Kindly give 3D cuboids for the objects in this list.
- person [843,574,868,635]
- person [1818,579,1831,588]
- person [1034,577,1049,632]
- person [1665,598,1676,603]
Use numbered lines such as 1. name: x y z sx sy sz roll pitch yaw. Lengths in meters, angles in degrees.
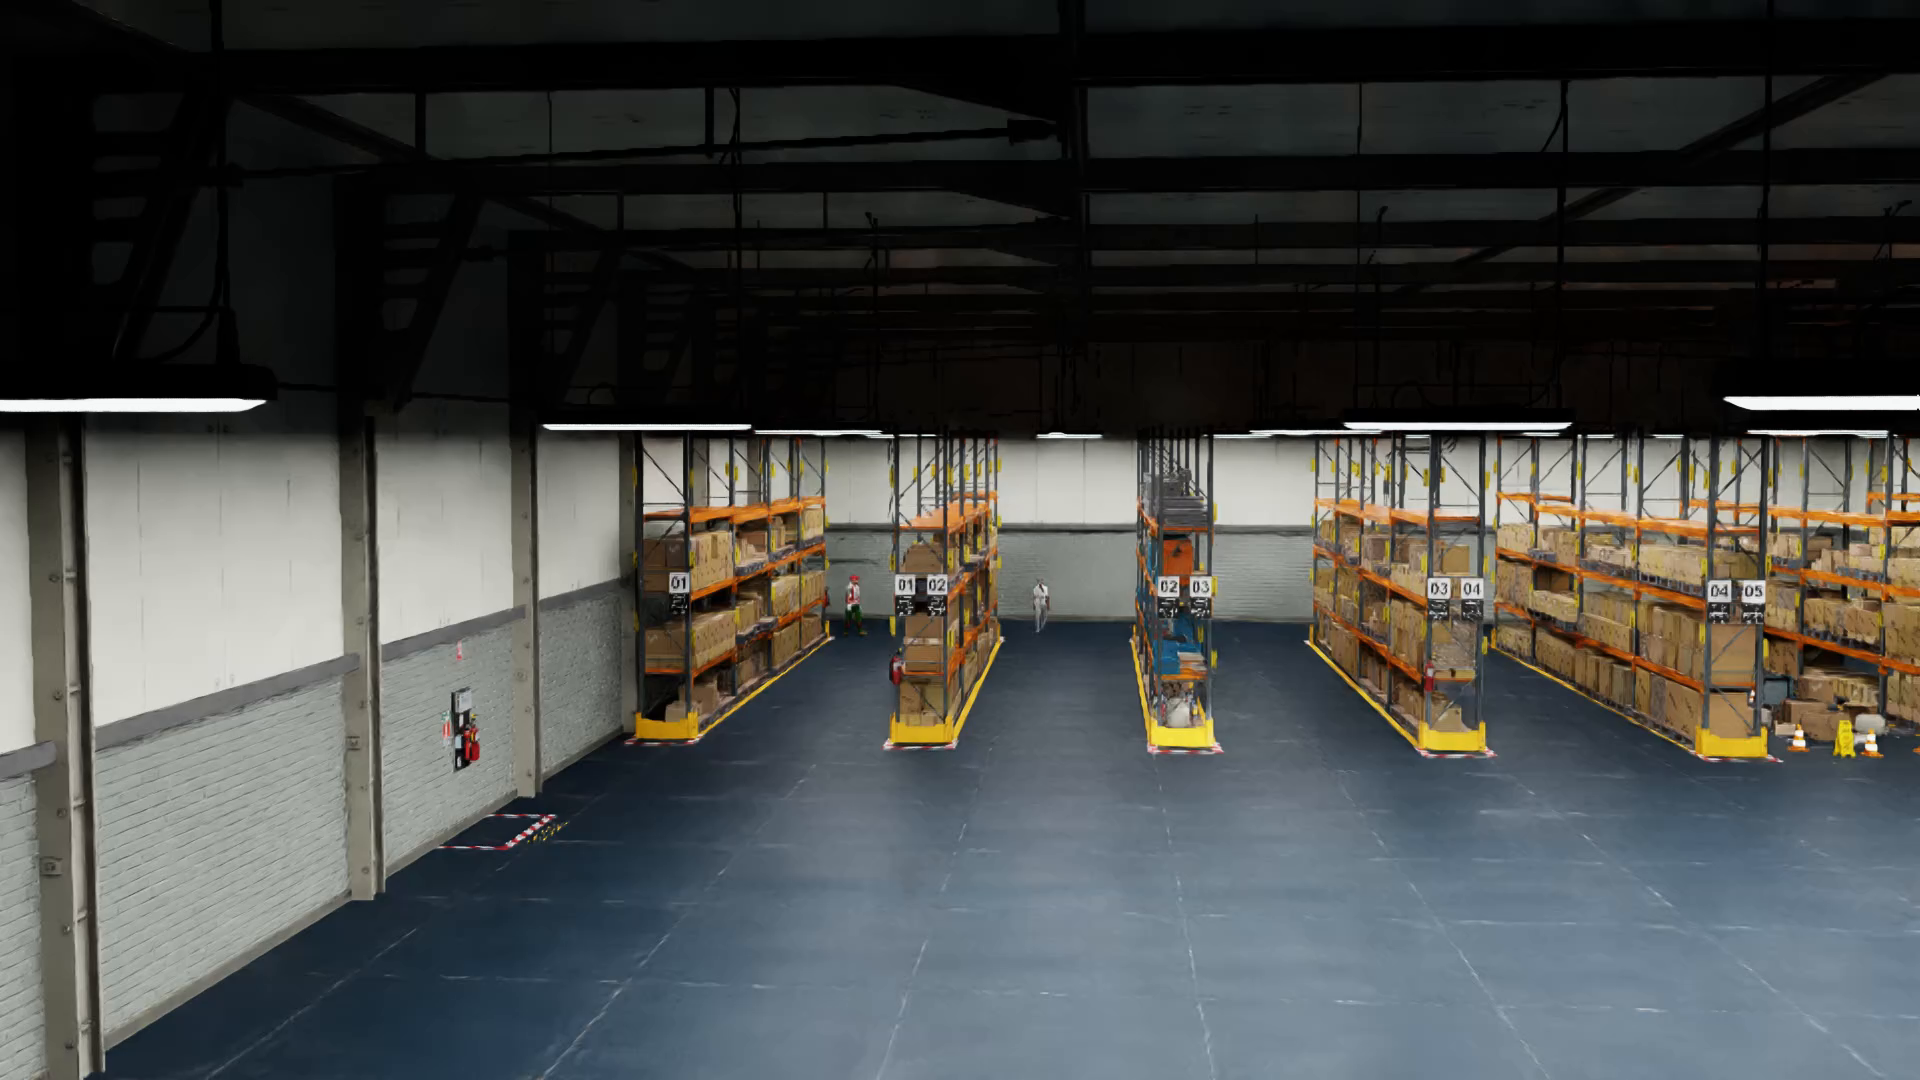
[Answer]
1. person: -3.103 1.885 48.822 0.532 1.785 0.716 3 4 38
2. person: 24.851 1.972 47.791 0.677 1.771 0.617 -2 4 -29
3. person: 2.430 1.917 49.714 0.463 1.625 0.989 0 3 4
4. person: 21.571 1.837 50.225 0.481 1.718 0.696 -2 4 -30
